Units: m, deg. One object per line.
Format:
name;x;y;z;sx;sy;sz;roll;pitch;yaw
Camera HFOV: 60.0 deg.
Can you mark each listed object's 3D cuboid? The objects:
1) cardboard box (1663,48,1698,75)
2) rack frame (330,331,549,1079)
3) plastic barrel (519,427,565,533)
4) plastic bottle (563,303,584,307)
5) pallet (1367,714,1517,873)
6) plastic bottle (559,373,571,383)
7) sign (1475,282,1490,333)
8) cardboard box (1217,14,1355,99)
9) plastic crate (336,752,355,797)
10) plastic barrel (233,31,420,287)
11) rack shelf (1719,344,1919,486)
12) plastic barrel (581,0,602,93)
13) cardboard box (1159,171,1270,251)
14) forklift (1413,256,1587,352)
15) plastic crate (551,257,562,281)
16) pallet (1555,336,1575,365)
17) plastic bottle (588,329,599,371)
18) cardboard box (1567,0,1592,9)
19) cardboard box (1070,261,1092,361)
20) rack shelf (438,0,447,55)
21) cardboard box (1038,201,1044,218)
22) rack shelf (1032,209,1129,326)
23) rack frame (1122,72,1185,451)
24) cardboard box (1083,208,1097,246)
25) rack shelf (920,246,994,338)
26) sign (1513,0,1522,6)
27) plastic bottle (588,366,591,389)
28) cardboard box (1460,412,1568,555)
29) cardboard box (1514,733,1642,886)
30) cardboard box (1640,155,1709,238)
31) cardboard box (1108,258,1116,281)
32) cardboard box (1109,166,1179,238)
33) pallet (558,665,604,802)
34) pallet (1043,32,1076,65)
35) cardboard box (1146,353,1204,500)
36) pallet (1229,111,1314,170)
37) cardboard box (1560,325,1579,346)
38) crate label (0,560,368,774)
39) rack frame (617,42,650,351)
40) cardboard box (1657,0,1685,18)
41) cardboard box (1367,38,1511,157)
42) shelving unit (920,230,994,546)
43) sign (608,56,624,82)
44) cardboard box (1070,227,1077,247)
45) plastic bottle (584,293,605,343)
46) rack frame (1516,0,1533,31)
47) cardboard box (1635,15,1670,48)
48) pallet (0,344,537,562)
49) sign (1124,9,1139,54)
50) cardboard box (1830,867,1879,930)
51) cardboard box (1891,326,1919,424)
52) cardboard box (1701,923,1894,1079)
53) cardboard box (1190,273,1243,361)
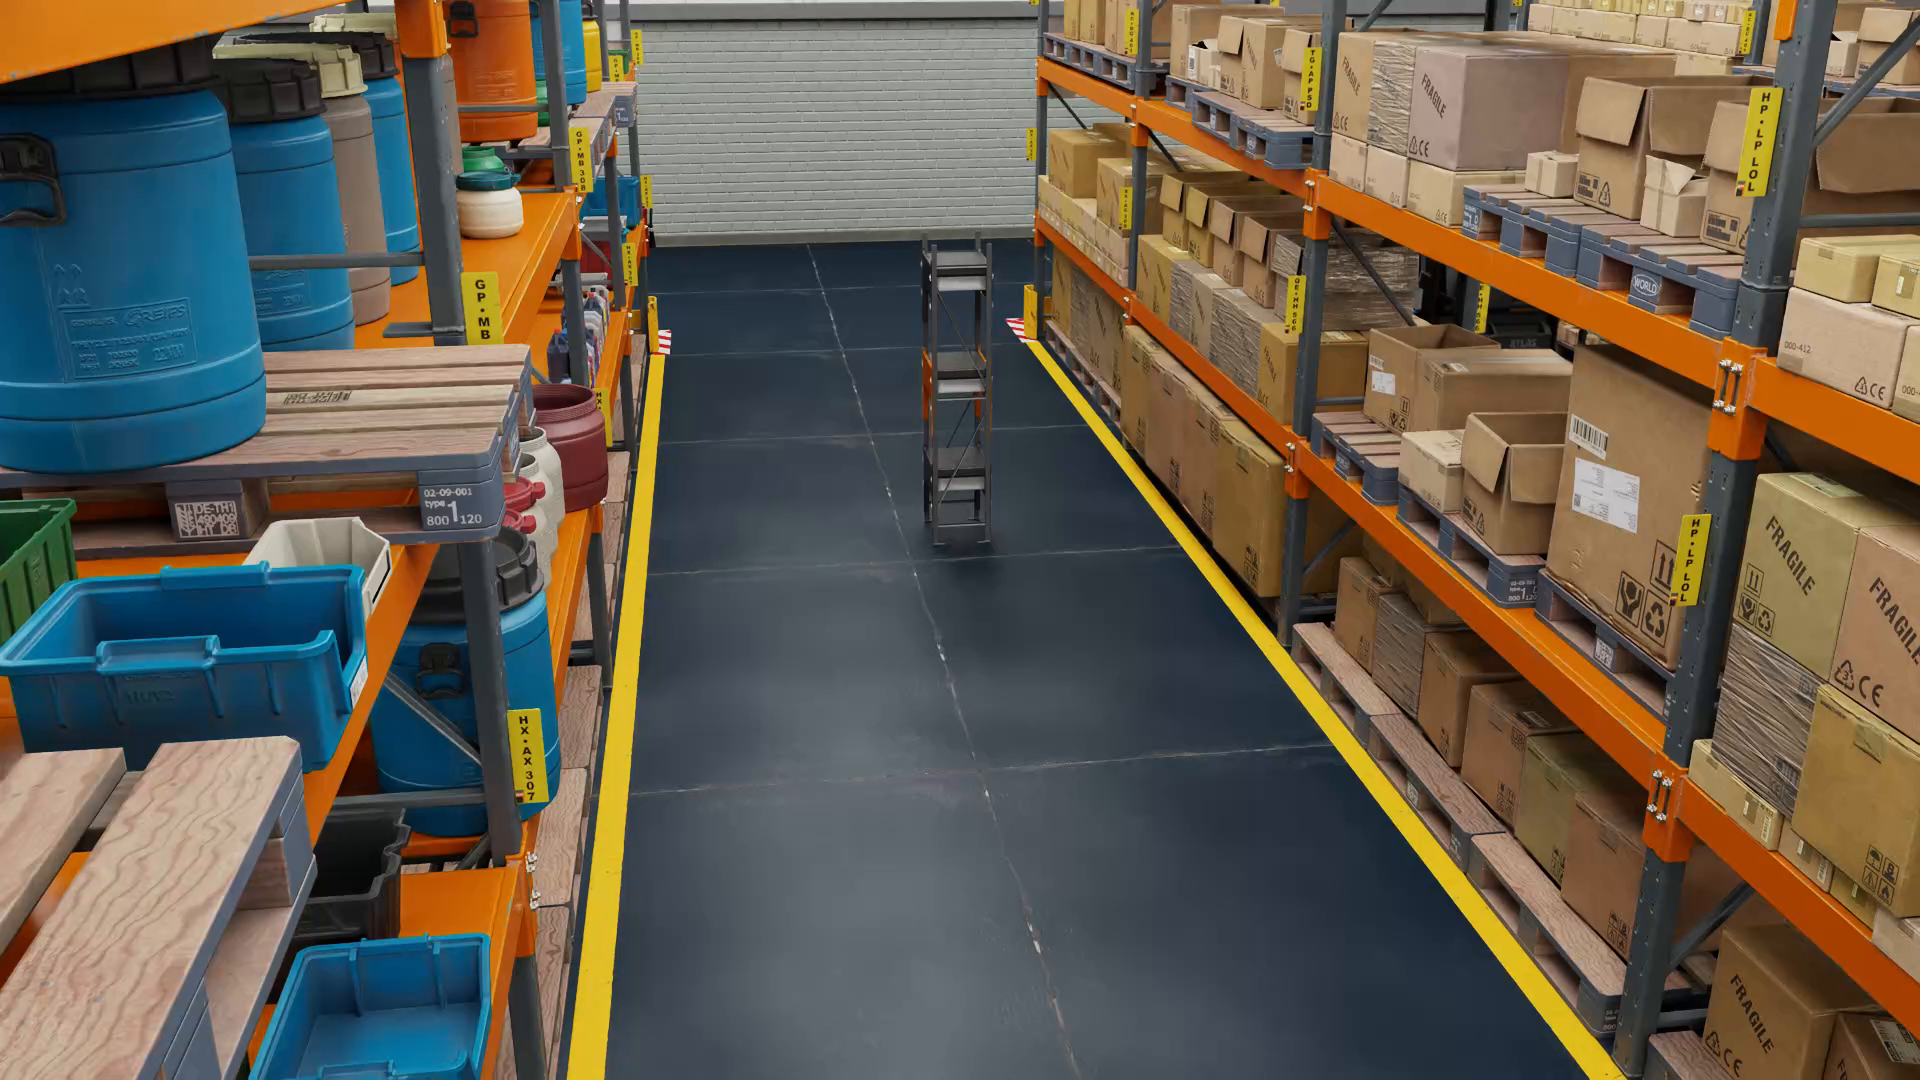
cardboard box;6.372;-4.067;14.244;0.500;0.250;0.500;-3;21;-8
rack frame;-1.900;0.833;5.199;1.000;3.000;0.127;-3;21;-8
plastic barrel;-2.117;-0.259;7.963;0.421;0.512;0.421;0;20;0
plastic bottle;-2.740;-1.605;11.796;0.144;0.351;0.185;-3;21;-8
pallet;2.708;1.197;8.211;1.003;0.211;1.213;-3;21;-8
plastic bottle;-2.336;-0.857;9.906;0.097;0.271;0.097;0;20;0
sign;2.960;-1.338;9.469;0.100;0.325;0.005;-3;21;-8
cardboard box;2.109;-3.158;10.850;0.797;0.503;0.637;-3;21;-8
plastic crate;-2.273;0.651;5.595;0.402;0.464;0.583;-3;21;-8
plastic barrel;-2.377;-1.425;6.241;0.600;0.901;0.708;-3;21;-8
rack shelf;3.289;0.207;3.615;1.077;0.370;4.000;-3;21;-8
plastic barrel;-2.721;-3.321;11.165;0.600;0.588;0.600;0;20;0
cardboard box;1.948;-2.483;12.500;0.797;0.503;0.637;-3;21;-9
forklift;4.316;-2.036;12.977;1.130;2.935;3.031;-3;21;-8
plastic crate;-3.481;-2.210;13.654;0.437;0.125;0.590;-3;21;-8
pallet;6.459;-1.750;16.099;1.003;0.211;1.213;-3;21;-8
plastic bottle;-2.420;-1.256;10.960;0.061;0.283;0.133;-3;21;-8
cardboard box;6.035;-5.148;15.856;0.380;0.149;0.250;-3;21;-7
cardboard box;1.574;-2.240;15.864;0.875;0.875;0.875;-3;21;-8
rack shelf;-2.189;-2.146;6.199;1.077;0.370;4.000;-3;21;-8
cardboard box;0.996;-3.314;16.662;0.380;0.149;0.250;-3;21;-7
rack shelf;1.559;-2.542;15.264;1.077;0.370;4.000;-3;21;-8
rack frame;1.848;-2.187;13.284;1.000;3.000;0.127;-3;21;-8
cardboard box;1.373;-2.751;14.585;0.500;0.250;0.500;-2;21;-7
rack shelf;-0.024;-1.684;11.262;0.431;0.518;0.480;-3;21;-8
sign;5.657;-5.574;16.817;0.100;0.325;0.005;-3;21;-8
plastic bottle;-2.328;-0.986;10.252;0.097;0.271;0.097;0;20;0
cardboard box;2.659;-0.258;7.371;0.797;0.503;0.637;-1;20;-2
cardboard box;2.883;1.168;7.245;0.700;0.500;0.500;-3;21;-8
cardboard box;2.766;-1.276;6.151;0.396;0.266;0.258;-2;21;-6
cardboard box;1.442;-2.247;13.805;0.380;0.149;0.250;-3;21;-7
cardboard box;1.517;-2.753;13.517;0.500;0.500;0.500;-2;21;-6
pallet;-2.404;1.024;8.672;1.003;0.211;1.213;-3;21;-8
pallet;1.388;-4.679;15.796;1.003;0.211;1.213;-3;21;-8
cardboard box;2.089;-0.858;12.163;1.225;0.875;0.875;-4;21;-10
pallet;2.279;-2.339;9.674;1.213;0.211;1.003;-2;21;-5
cardboard box;6.123;-2.010;16.286;0.380;0.149;0.250;-4;21;-10
crate label;-1.267;0.218;2.772;0.502;0.251;0.408;-3;21;-8
rack frame;-3.630;-3.322;16.323;1.000;3.000;0.127;-3;21;-8
cardboard box;6.296;-4.613;14.423;0.380;0.149;0.250;-4;21;-10
cardboard box;2.307;-2.137;8.005;0.500;0.500;0.500;-3;21;-7
shelving unit;-0.024;-1.041;11.502;0.431;2.100;0.503;-3;21;-8
sign;-2.509;-3.373;12.161;0.100;0.325;0.005;-3;21;-8
cardboard box;1.219;-2.782;15.237;0.380;0.149;0.250;-3;21;-9
plastic bottle;-2.571;-1.548;11.645;0.144;0.351;0.185;-3;21;-8
rack frame;6.194;-6.597;16.518;1.000;3.000;0.127;-3;21;-8
cardboard box;6.309;-4.479;14.634;0.500;0.250;0.500;-2;21;-6
pallet;-1.700;-0.239;4.052;1.213;0.211;1.003;-3;21;-8
sign;1.299;-3.843;12.578;0.100;0.325;0.005;-3;21;-8
cardboard box;2.866;1.049;4.980;0.380;0.149;0.250;-3;21;-8
cardboard box;2.893;-0.400;4.428;0.500;0.250;0.500;-3;21;-8
cardboard box;3.019;1.698;5.856;0.500;0.500;0.500;-4;21;-9
cardboard box;1.891;-1.536;11.398;0.500;0.500;0.500;-3;21;-7
